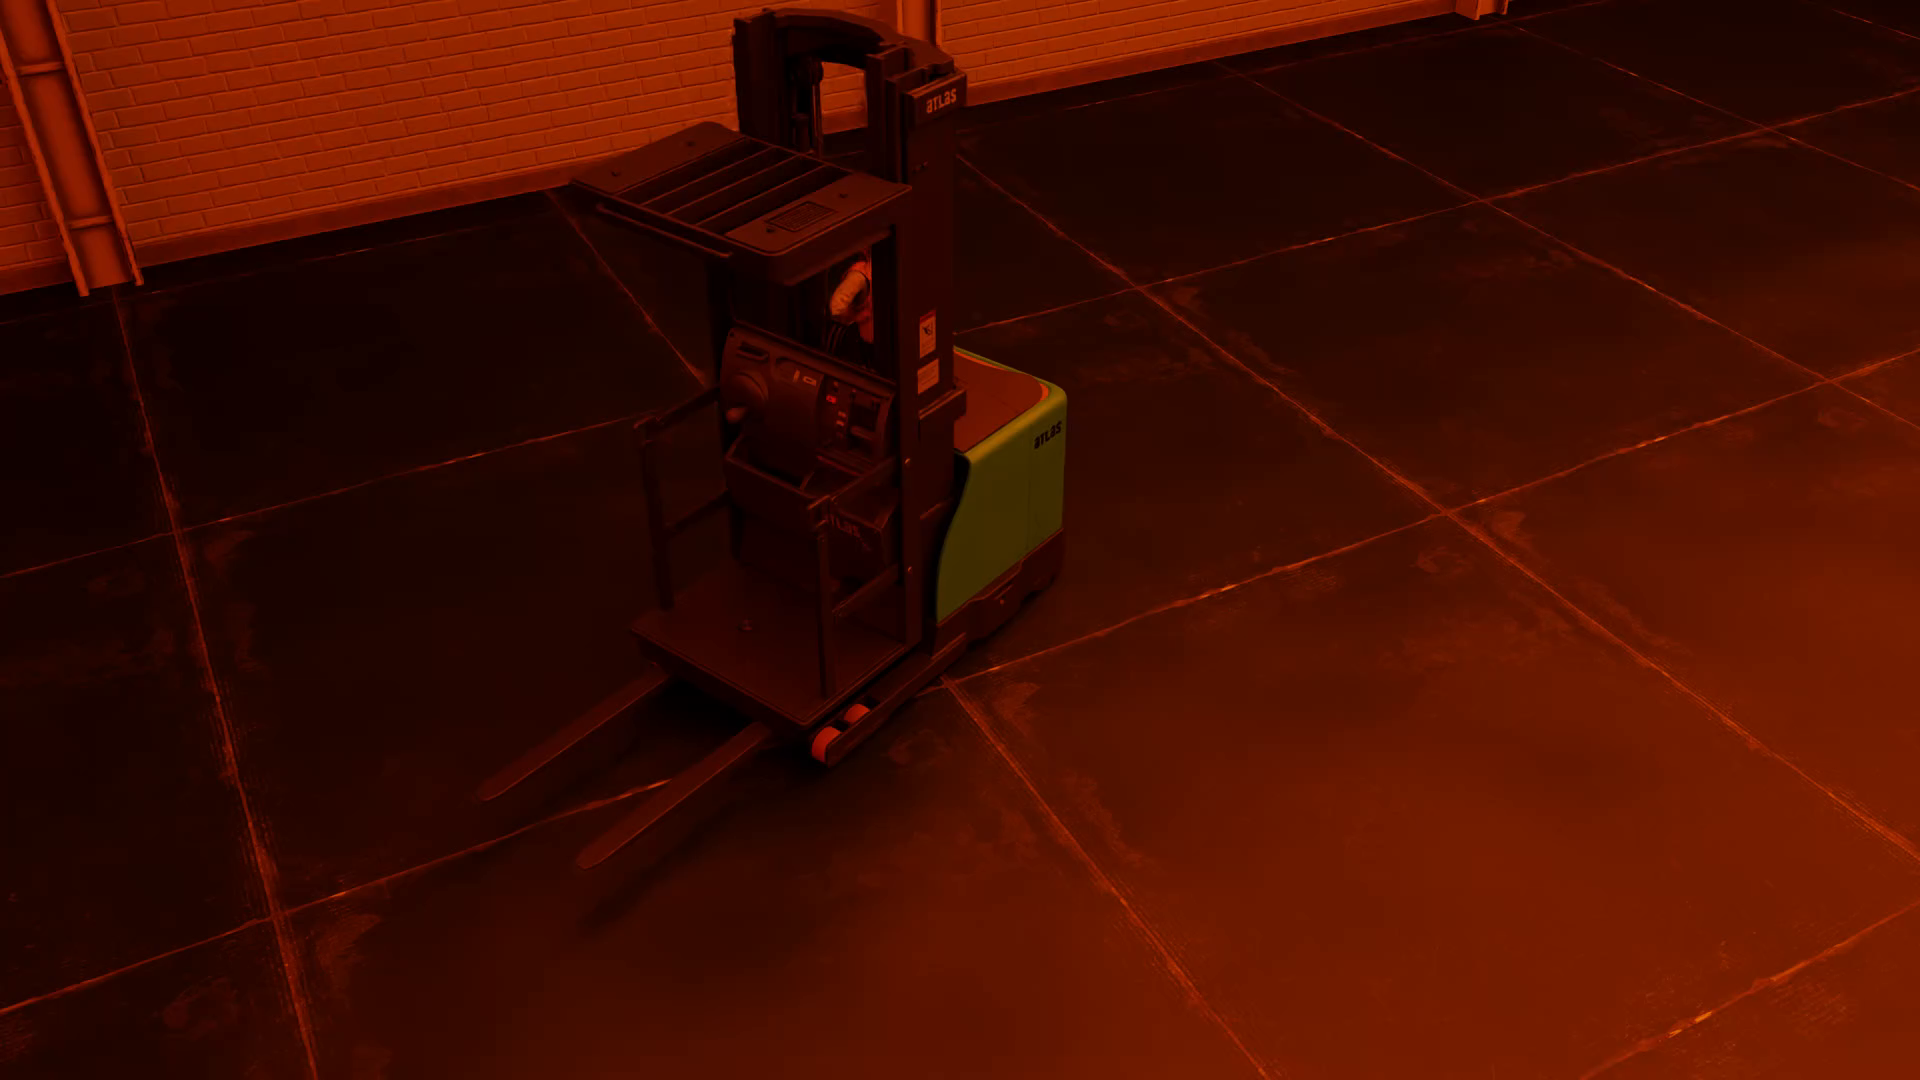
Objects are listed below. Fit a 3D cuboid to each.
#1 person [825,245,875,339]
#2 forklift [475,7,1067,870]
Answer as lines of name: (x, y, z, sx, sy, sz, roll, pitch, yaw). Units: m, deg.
person: (-0.279, -0.956, 8.721, 0.682, 1.476, 0.887, 20, 40, 26)
forklift: (-0.785, -0.537, 6.883, 1.130, 2.935, 3.031, 24, 42, 30)
